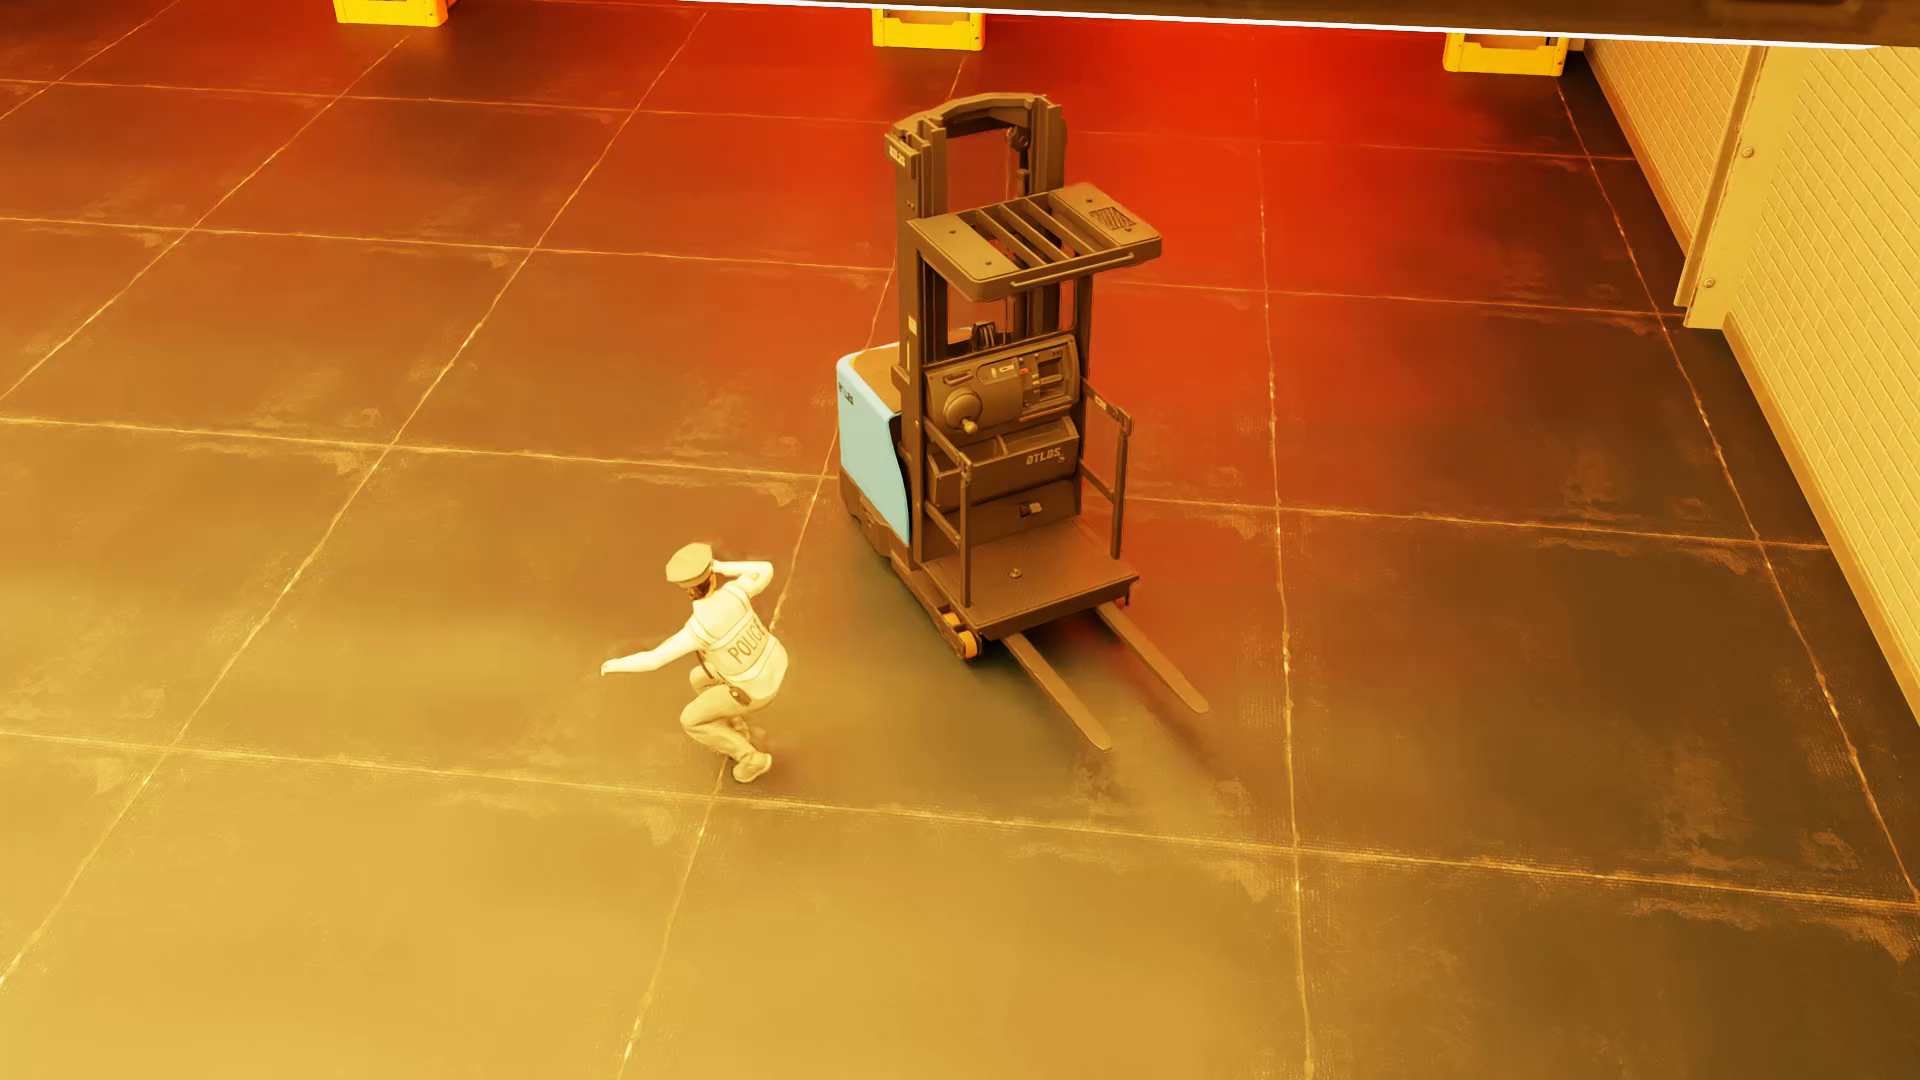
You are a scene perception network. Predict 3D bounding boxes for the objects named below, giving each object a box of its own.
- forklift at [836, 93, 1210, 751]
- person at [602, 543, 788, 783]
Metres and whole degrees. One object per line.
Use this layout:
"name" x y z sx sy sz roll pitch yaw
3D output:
"forklift" 0.347 -0.795 9.108 1.130 2.935 3.031 -17 40 -22
"person" -1.315 0.589 8.525 0.906 1.394 0.729 11 38 14
